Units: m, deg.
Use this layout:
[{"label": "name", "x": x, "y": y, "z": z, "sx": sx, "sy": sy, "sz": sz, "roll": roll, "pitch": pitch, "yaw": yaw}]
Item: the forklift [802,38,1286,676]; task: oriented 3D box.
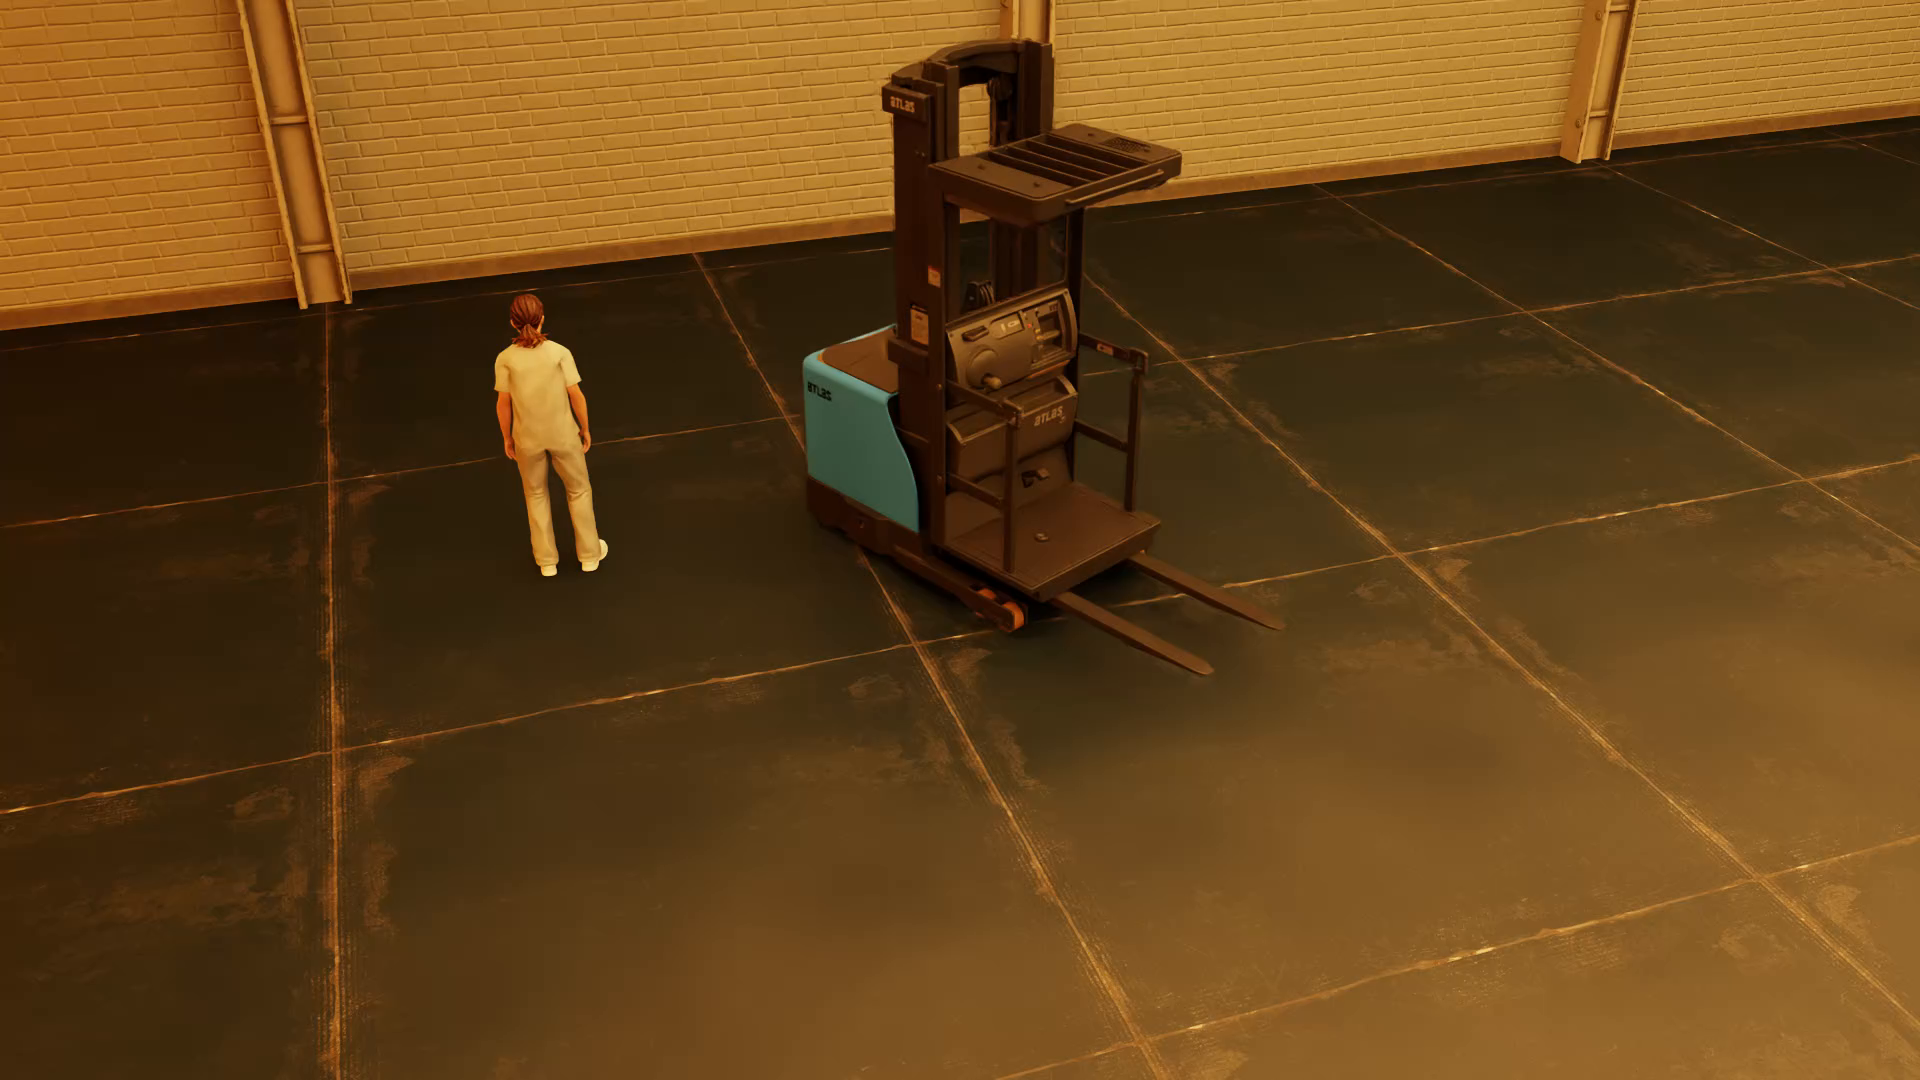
[{"label": "forklift", "x": 0.438, "y": -1.054, "z": 8.918, "sx": 1.130, "sy": 2.935, "sz": 3.031, "roll": -26, "pitch": 39, "yaw": -37}]

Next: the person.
[{"label": "person", "x": -2.320, "y": -0.576, "z": 9.352, "sx": 0.498, "sy": 1.671, "sz": 0.361, "roll": -5, "pitch": 30, "yaw": -9}]
